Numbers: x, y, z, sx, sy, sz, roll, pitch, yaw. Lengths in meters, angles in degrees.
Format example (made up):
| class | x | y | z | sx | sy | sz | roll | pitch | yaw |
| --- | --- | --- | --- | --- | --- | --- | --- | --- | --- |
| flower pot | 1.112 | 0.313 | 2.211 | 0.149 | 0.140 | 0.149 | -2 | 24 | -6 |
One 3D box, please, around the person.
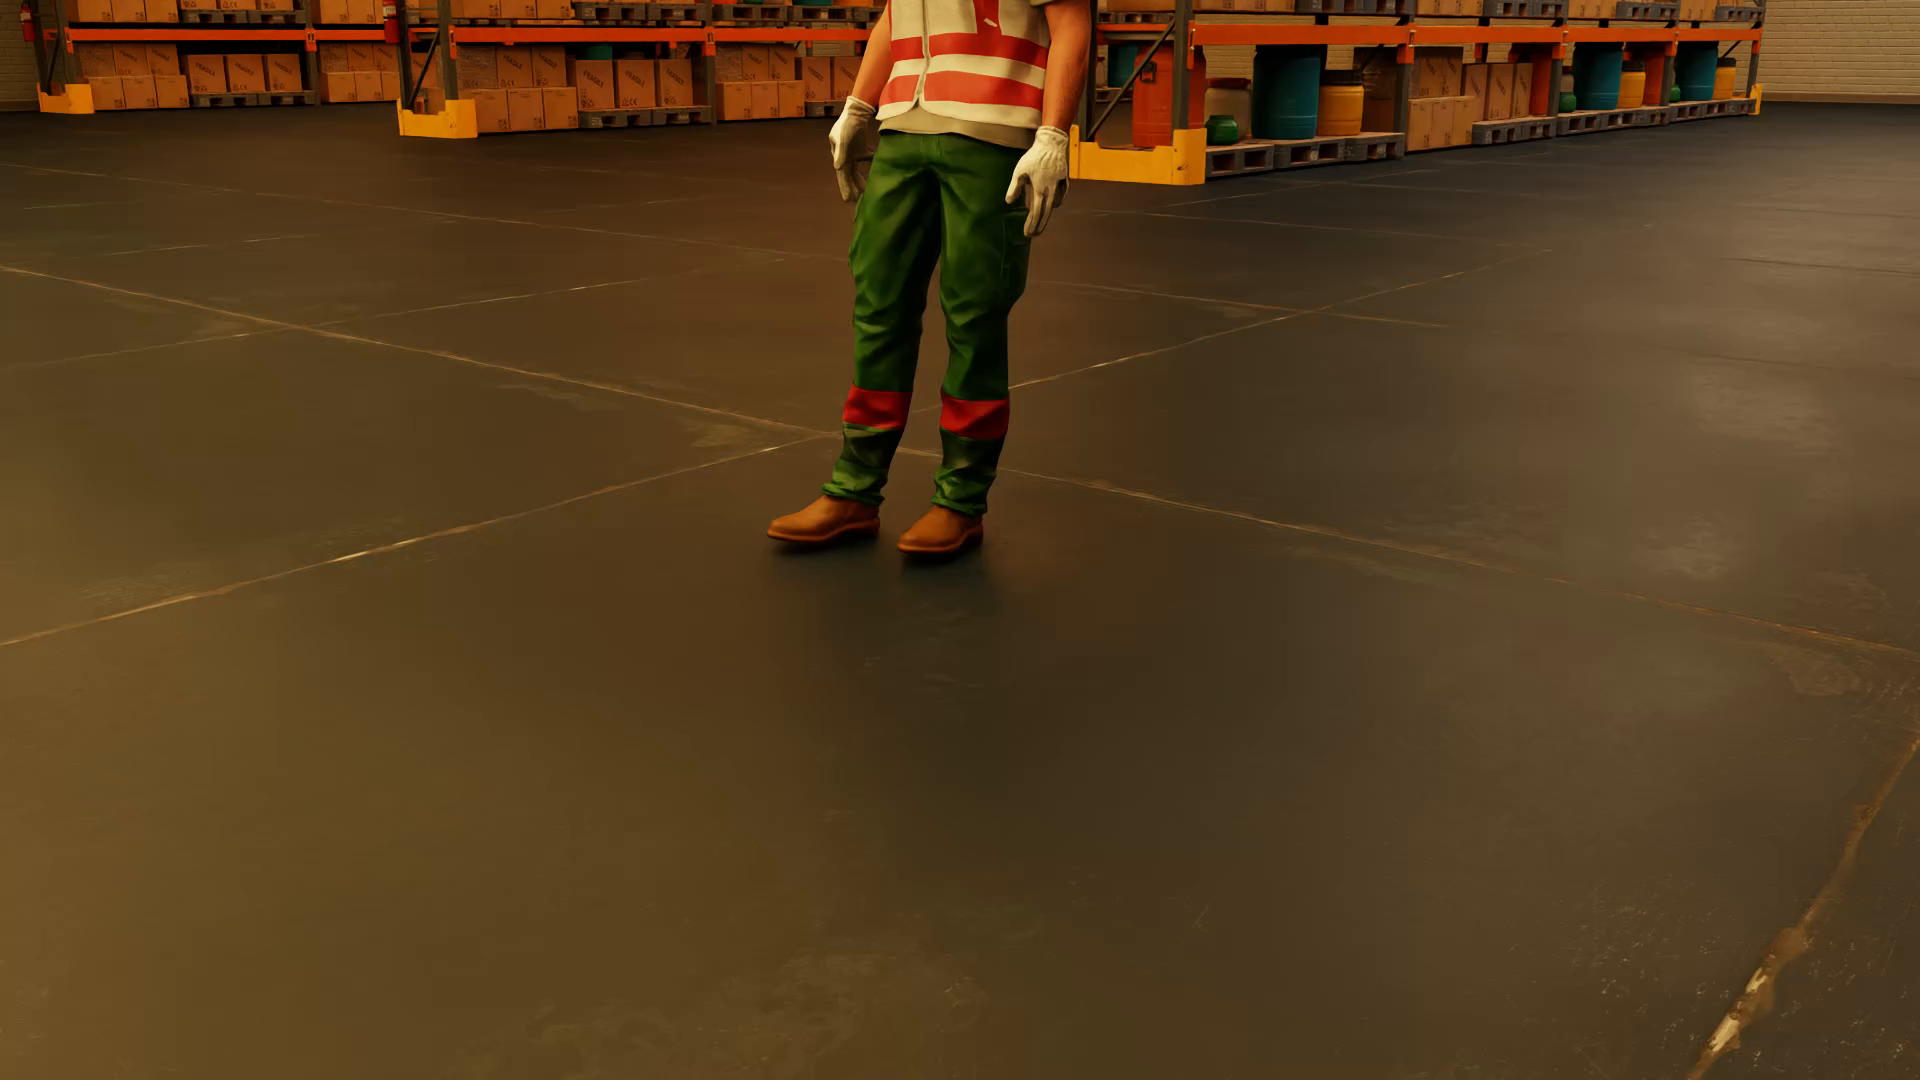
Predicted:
| class | x | y | z | sx | sy | sz | roll | pitch | yaw |
| --- | --- | --- | --- | --- | --- | --- | --- | --- | --- |
| person | -0.061 | -0.847 | 3.628 | 0.637 | 1.790 | 0.562 | 13 | 21 | 37 |
